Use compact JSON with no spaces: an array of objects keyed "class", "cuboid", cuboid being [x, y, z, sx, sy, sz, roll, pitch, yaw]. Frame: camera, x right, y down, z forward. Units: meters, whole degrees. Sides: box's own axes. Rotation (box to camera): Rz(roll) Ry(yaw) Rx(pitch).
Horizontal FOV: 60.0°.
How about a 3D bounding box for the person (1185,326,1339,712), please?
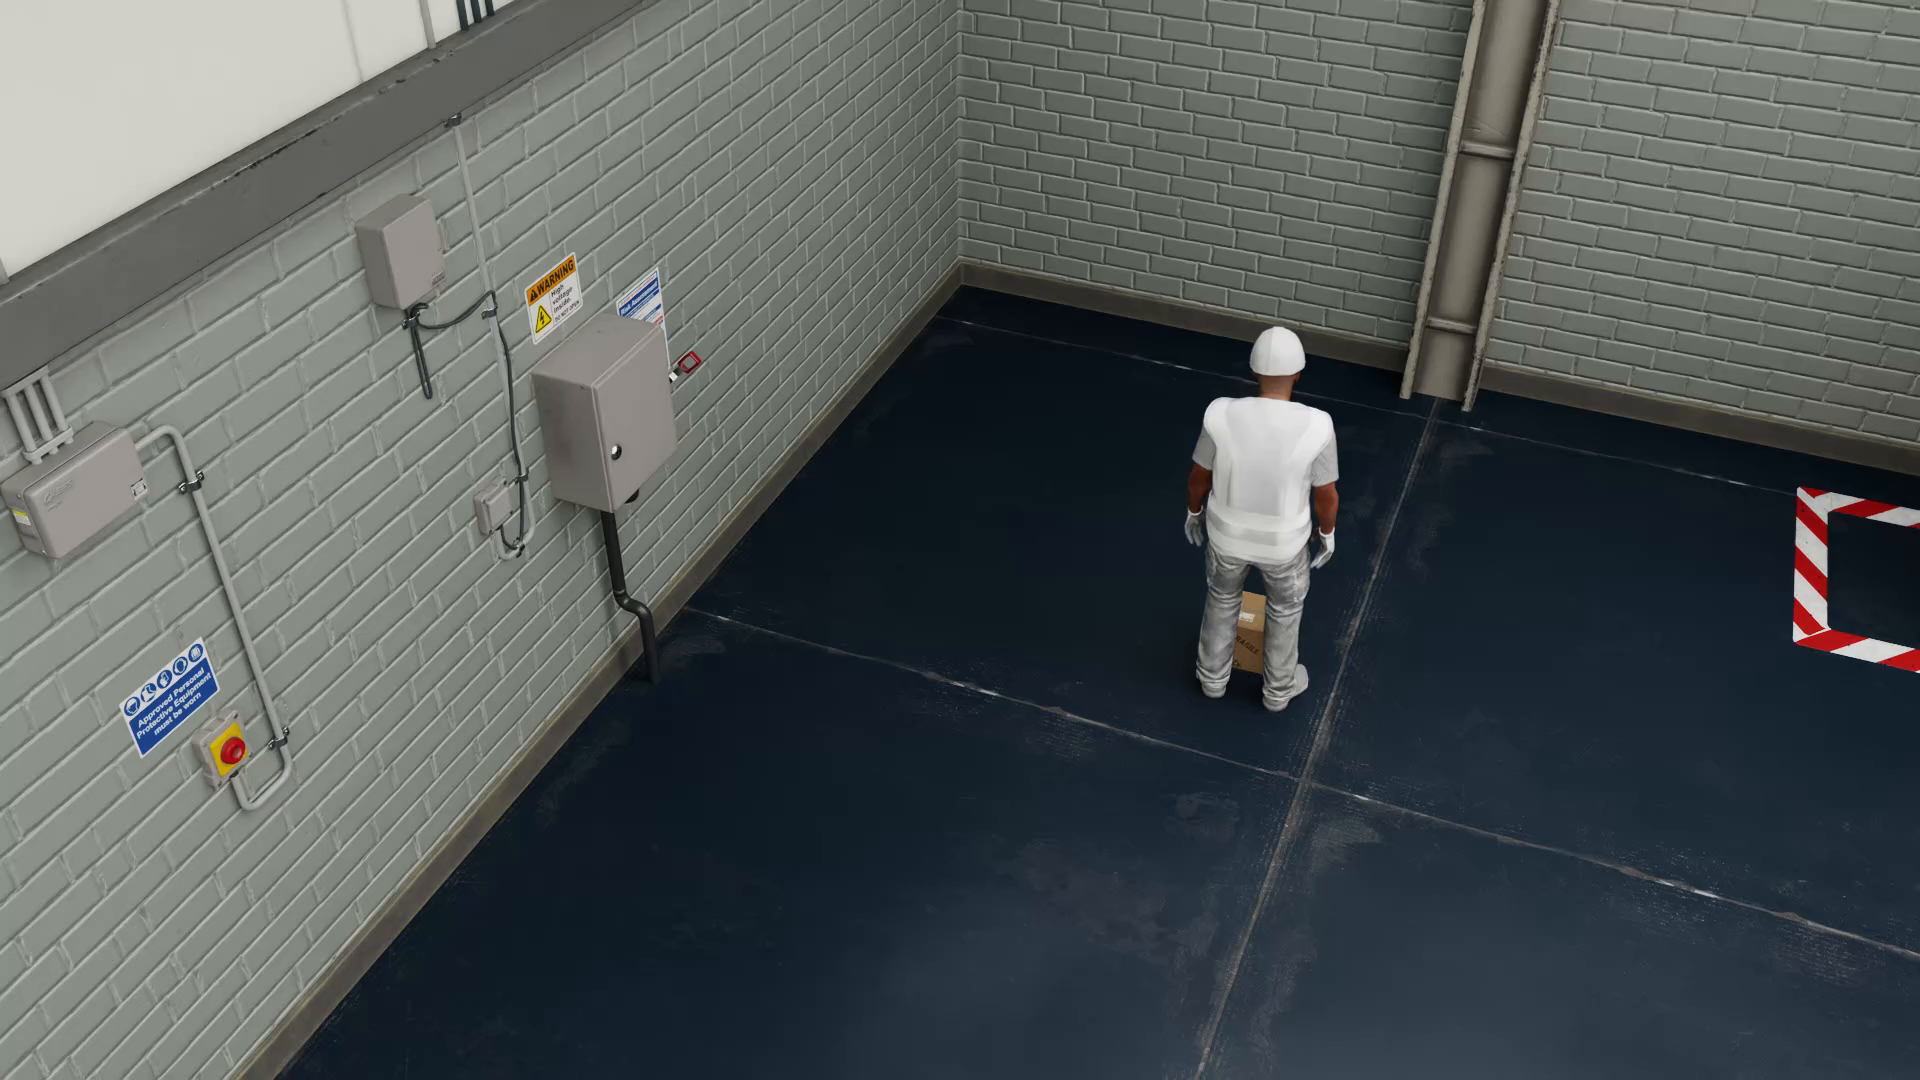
[{"class":"person","cuboid":[1.241,-0.055,6.885,0.622,1.773,0.450,12,39,15]}]
